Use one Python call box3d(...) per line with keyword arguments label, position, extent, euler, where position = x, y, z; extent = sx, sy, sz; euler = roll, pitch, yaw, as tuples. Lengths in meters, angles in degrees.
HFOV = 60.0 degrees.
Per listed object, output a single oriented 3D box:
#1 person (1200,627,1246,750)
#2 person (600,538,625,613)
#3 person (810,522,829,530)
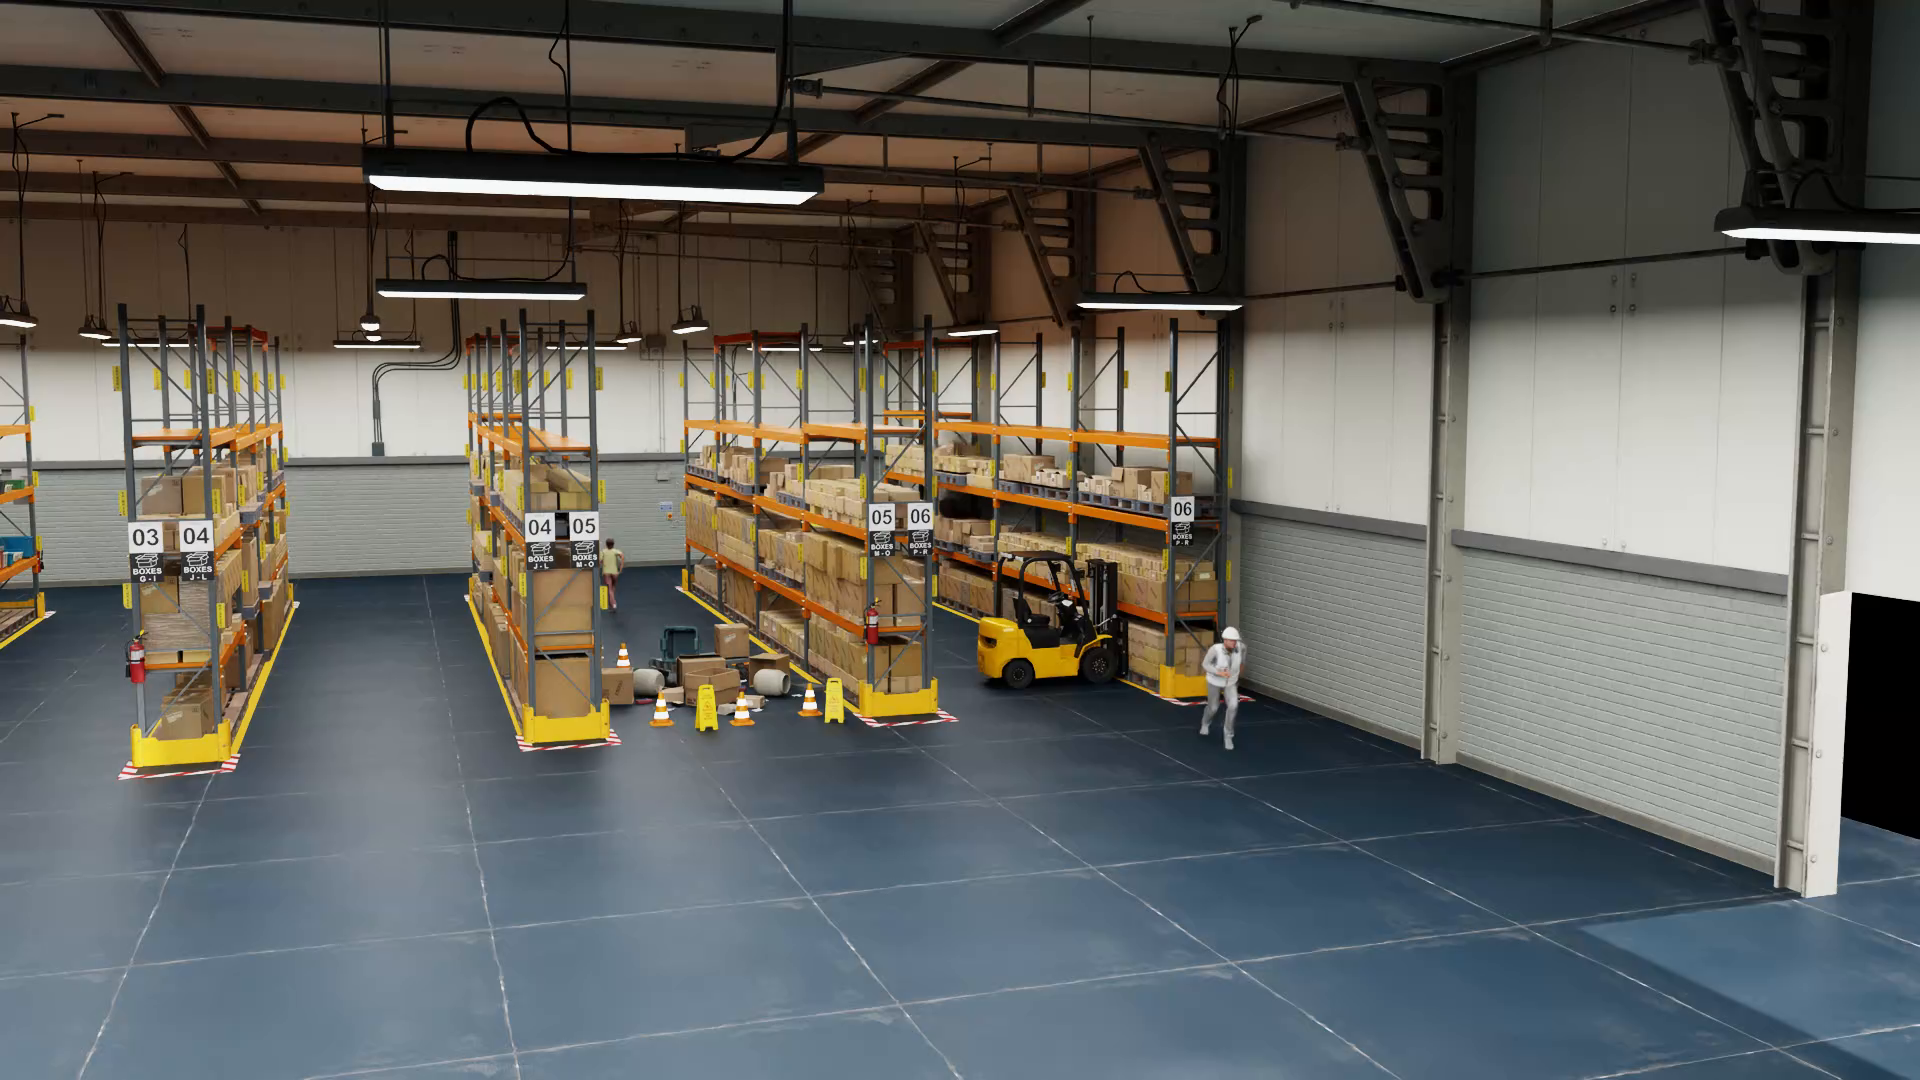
box3d(label="person", position=(3.618, 2.012, 23.016), extent=(0.701, 1.732, 1.036), euler=(-1, 6, -15))
box3d(label="person", position=(-7.486, 0.809, 35.666), extent=(0.579, 1.673, 1.021), euler=(-2, 6, -22))
box3d(label="person", position=(-3.402, 0.230, 38.489), extent=(0.682, 1.834, 0.901), euler=(-2, 6, -23))
